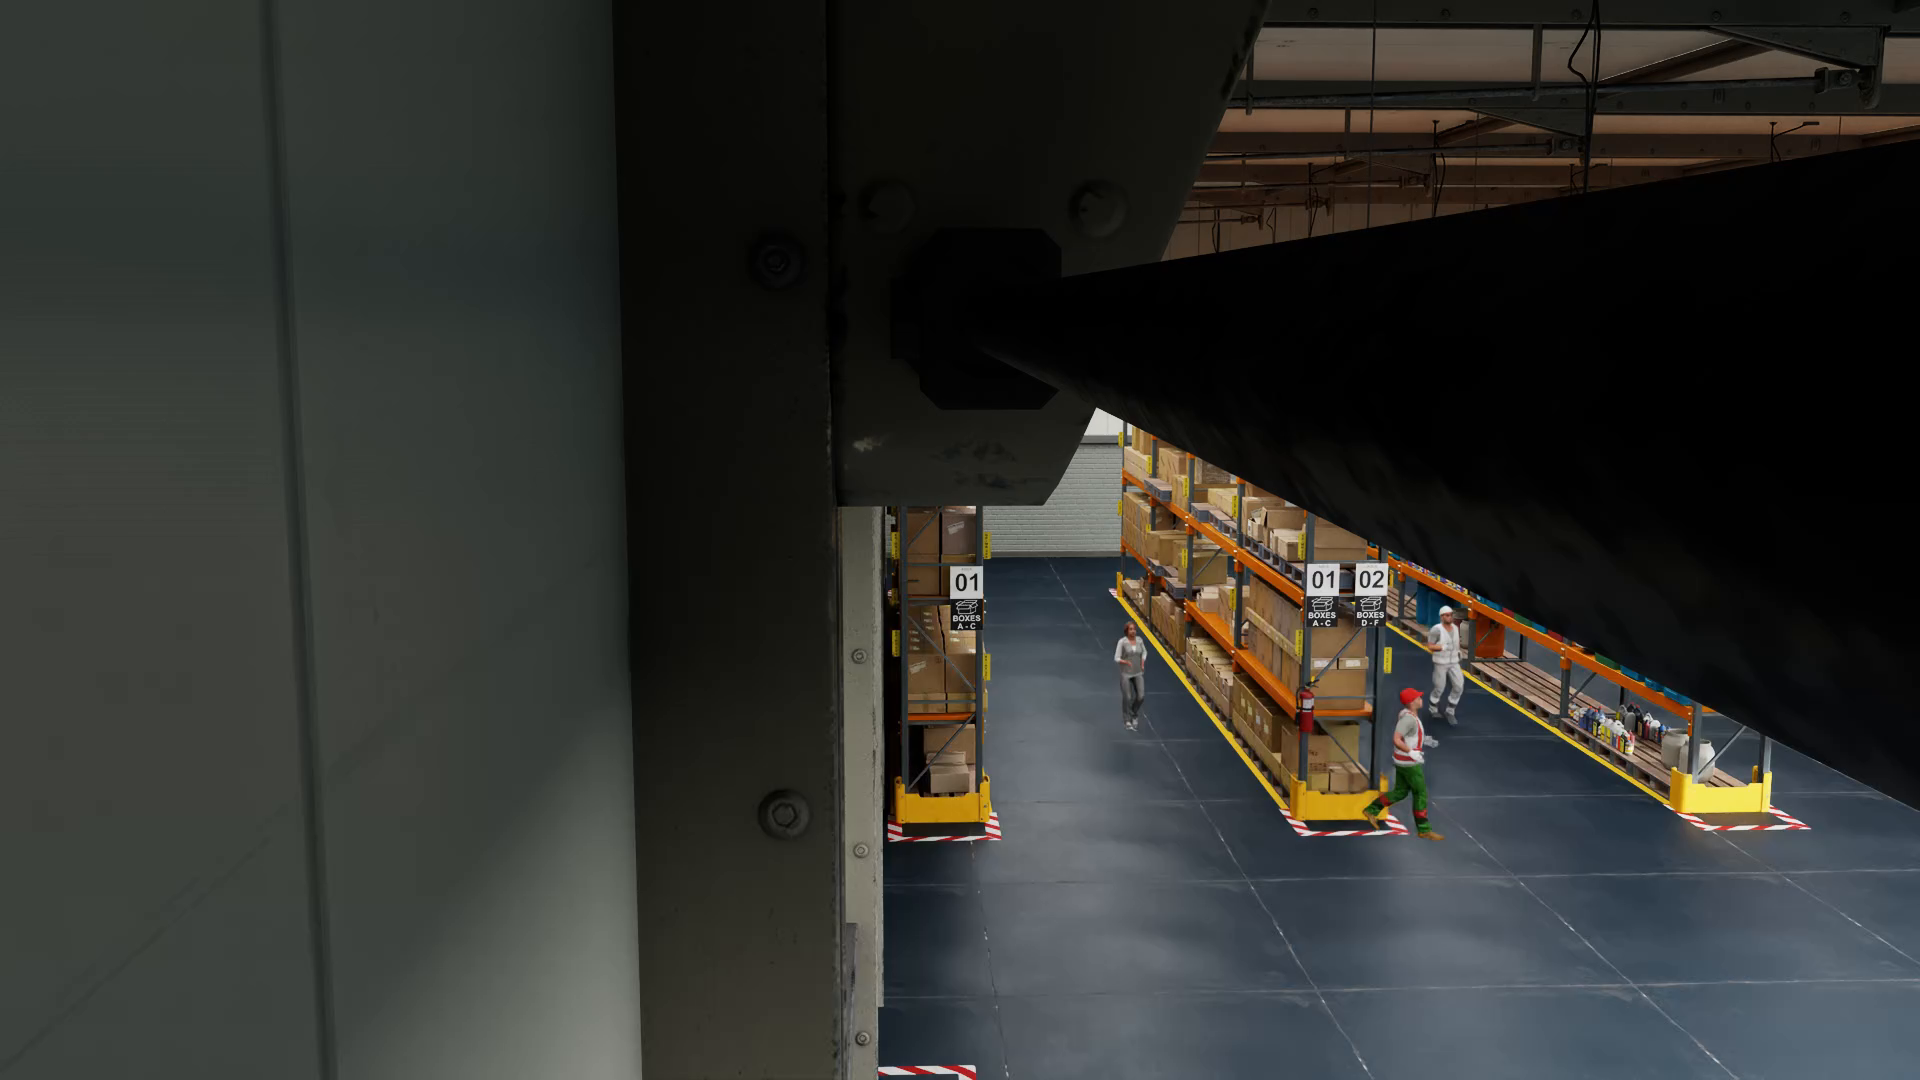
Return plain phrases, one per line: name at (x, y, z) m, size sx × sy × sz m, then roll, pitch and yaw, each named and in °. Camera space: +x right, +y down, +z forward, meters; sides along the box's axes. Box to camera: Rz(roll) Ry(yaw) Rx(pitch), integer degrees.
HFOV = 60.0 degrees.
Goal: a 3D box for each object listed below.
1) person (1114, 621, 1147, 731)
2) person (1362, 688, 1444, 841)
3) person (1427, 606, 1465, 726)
person at (2.464, 1.965, 23.690) m, size 0.521 × 1.576 × 0.574 m, roll -2°, pitch 8°, yaw -11°
person at (5.174, 2.591, 19.327) m, size 0.939 × 1.782 × 0.665 m, roll 2°, pitch 8°, yaw 11°
person at (7.390, 1.909, 25.242) m, size 0.632 × 1.824 × 0.705 m, roll -2°, pitch 8°, yaw -13°
